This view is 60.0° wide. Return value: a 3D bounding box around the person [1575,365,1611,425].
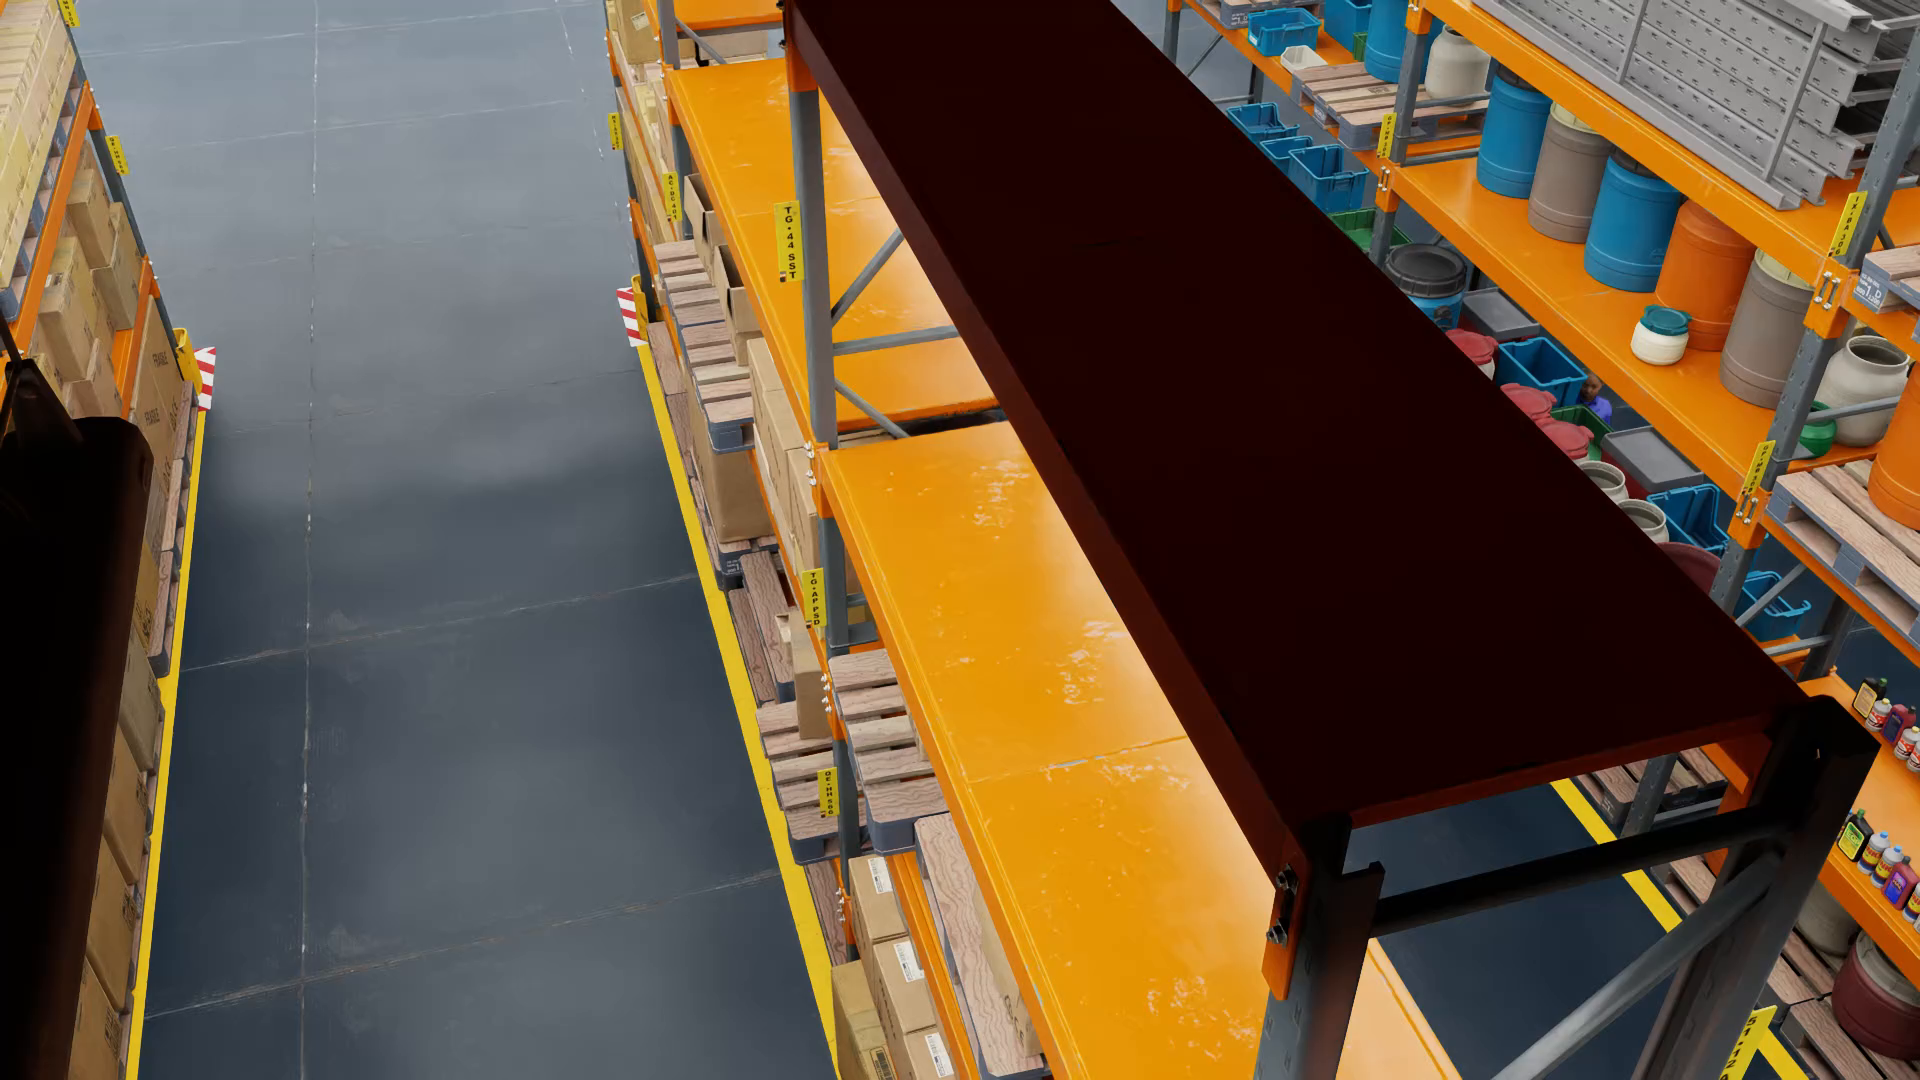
[{"bbox_3d":[4.439,-0.479,12.101,0.554,1.645,0.552,-11,40,-14],"label":"person"}]
